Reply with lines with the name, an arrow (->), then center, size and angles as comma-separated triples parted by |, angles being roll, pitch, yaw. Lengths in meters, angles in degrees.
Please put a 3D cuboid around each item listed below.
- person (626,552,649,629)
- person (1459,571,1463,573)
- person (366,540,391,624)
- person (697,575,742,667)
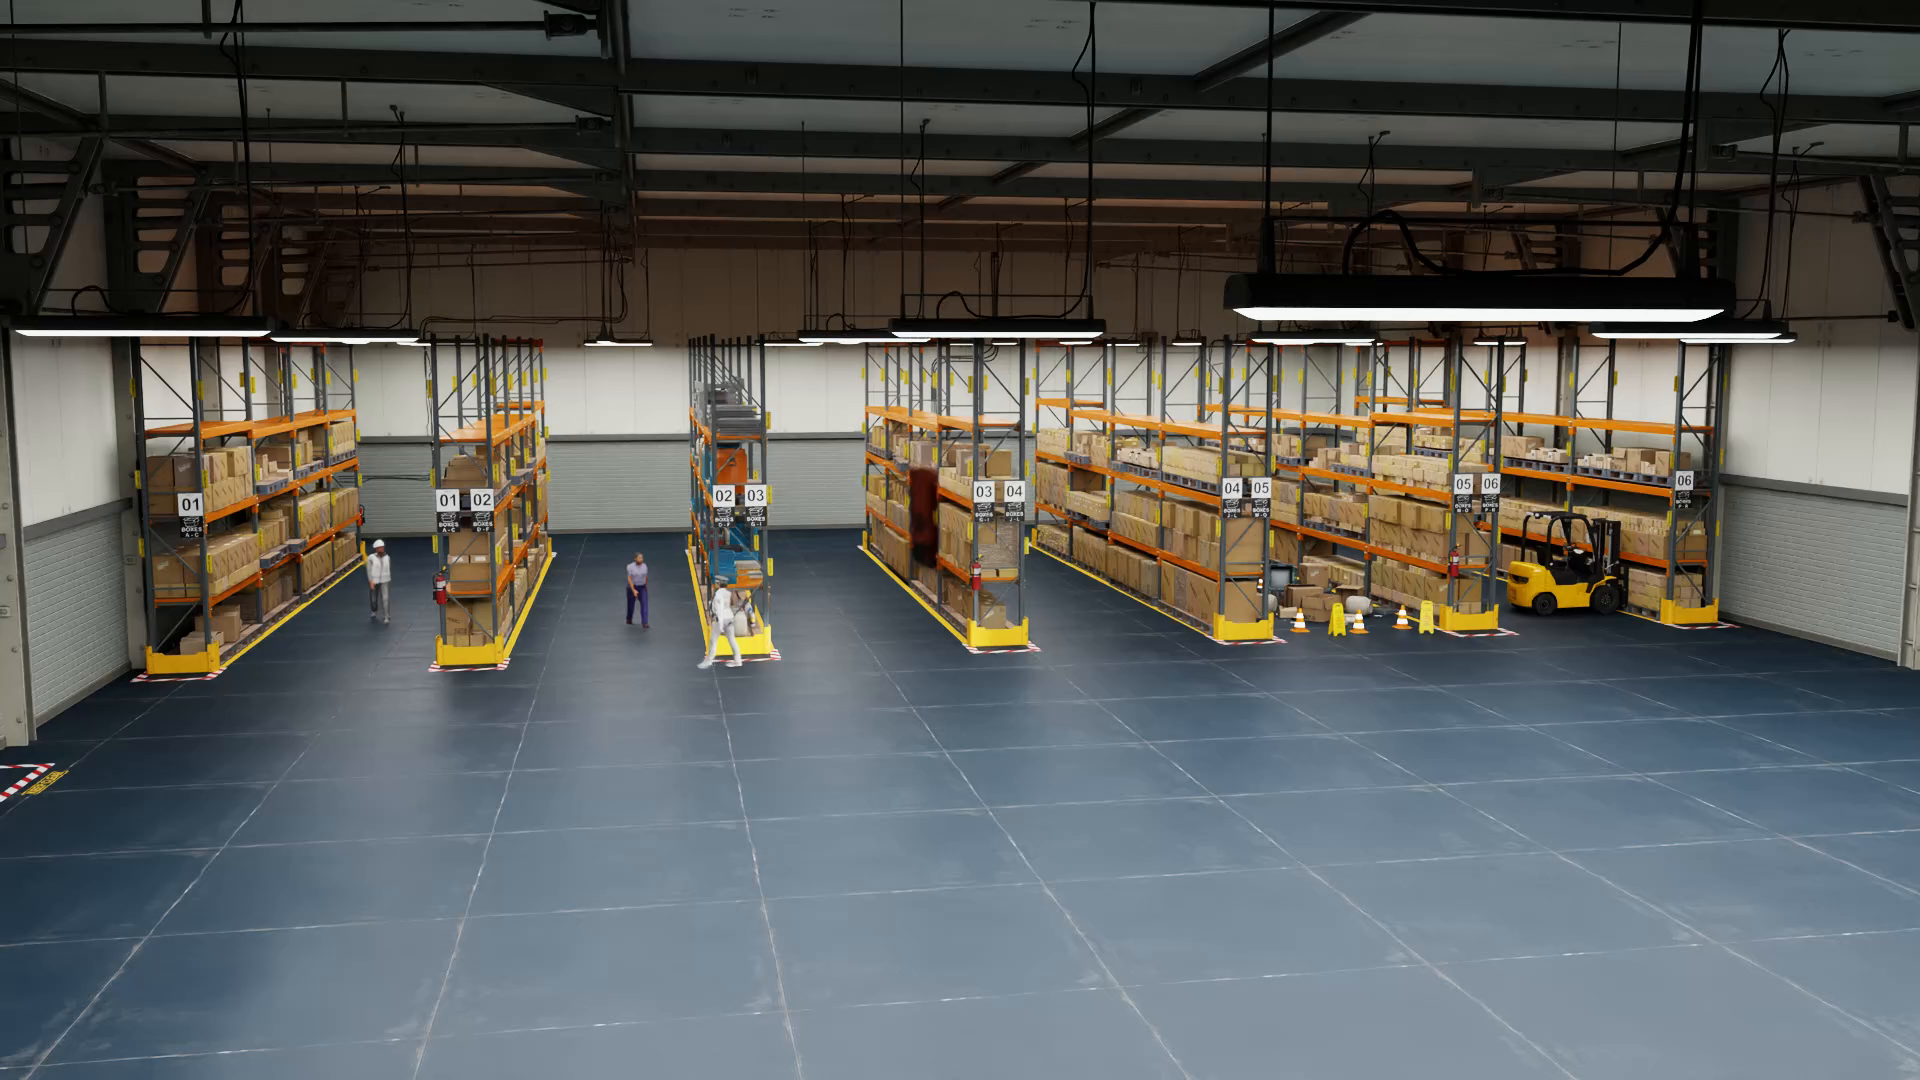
person -> -6.621, 1.020, 34.217 | 0.468, 1.560, 1.095 | -3, 7, -25
person -> 11.540, 0.474, 38.614 | 0.590, 1.680, 0.731 | -3, 7, -22
person -> -12.169, 0.864, 34.826 | 0.487, 1.734, 1.017 | -2, 7, -20
person -> -4.307, 1.466, 29.979 | 0.793, 1.655, 0.519 | 3, 7, 26
